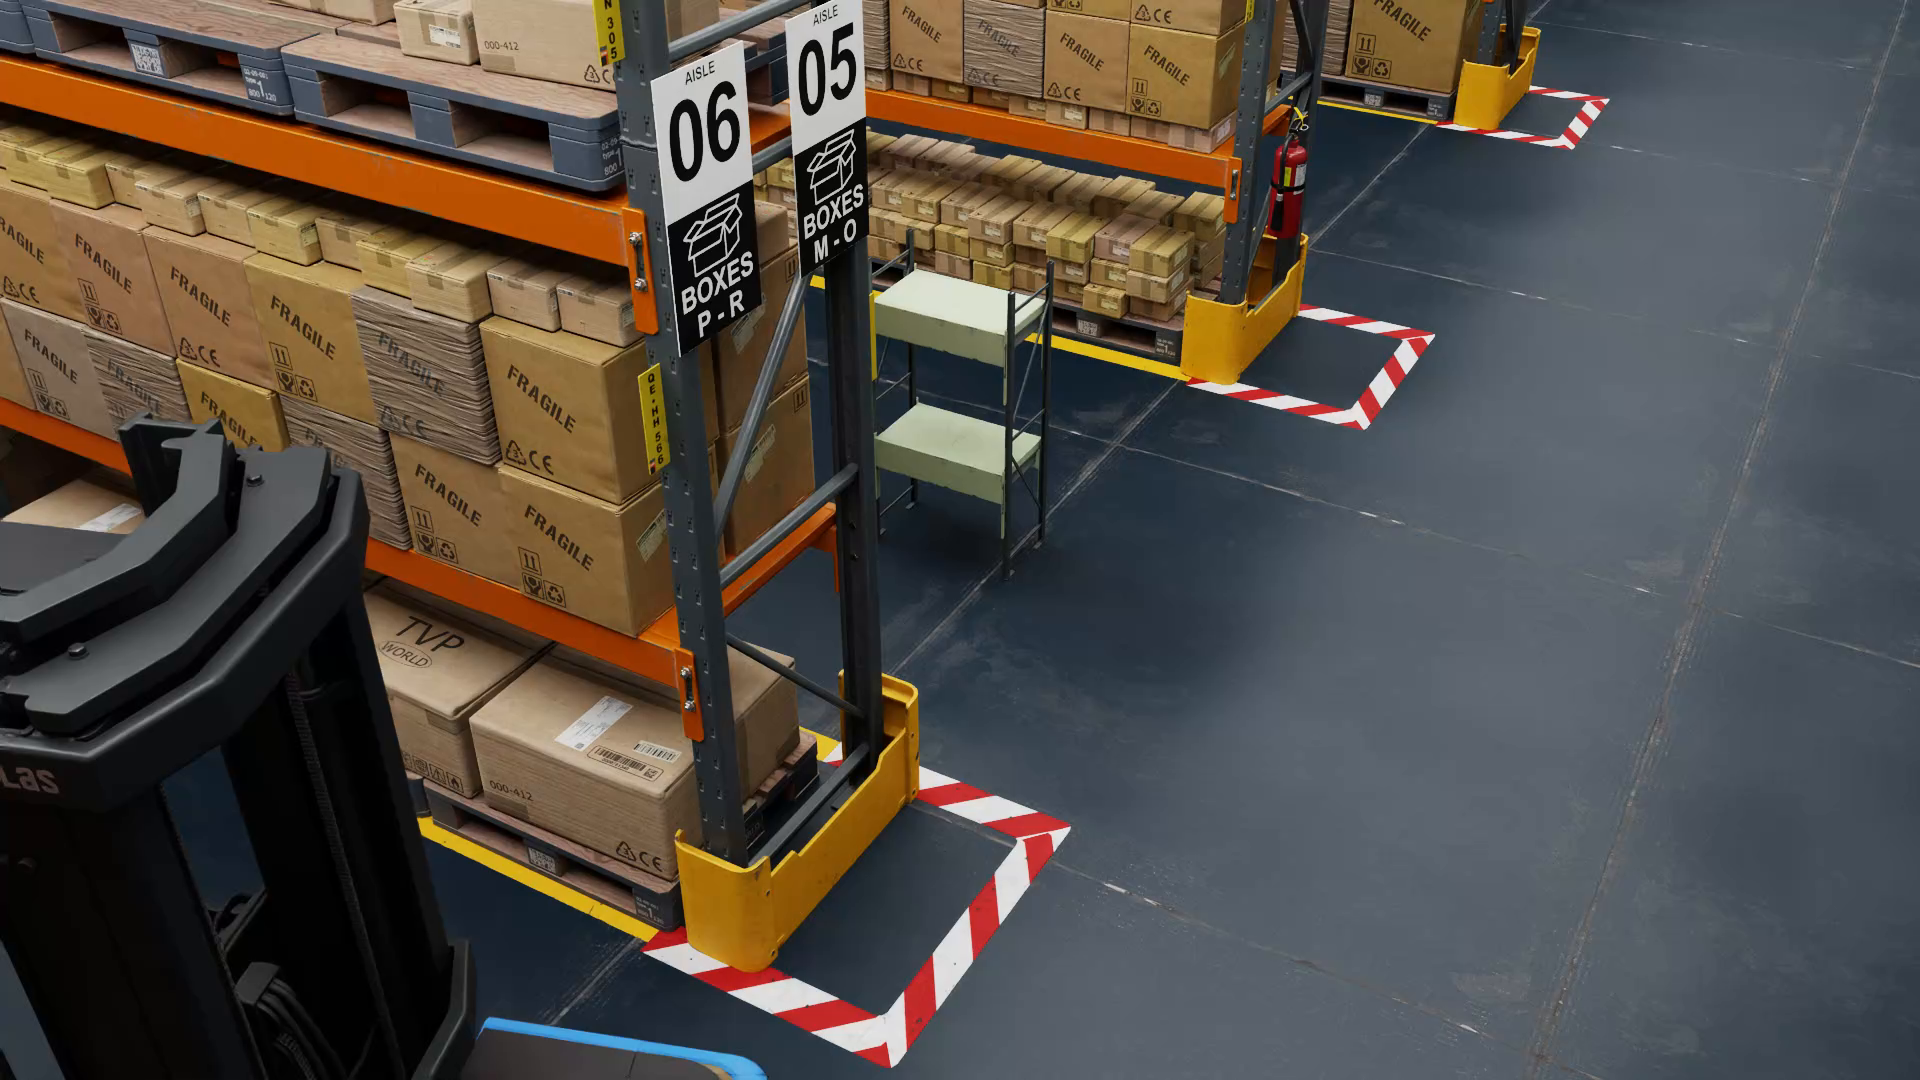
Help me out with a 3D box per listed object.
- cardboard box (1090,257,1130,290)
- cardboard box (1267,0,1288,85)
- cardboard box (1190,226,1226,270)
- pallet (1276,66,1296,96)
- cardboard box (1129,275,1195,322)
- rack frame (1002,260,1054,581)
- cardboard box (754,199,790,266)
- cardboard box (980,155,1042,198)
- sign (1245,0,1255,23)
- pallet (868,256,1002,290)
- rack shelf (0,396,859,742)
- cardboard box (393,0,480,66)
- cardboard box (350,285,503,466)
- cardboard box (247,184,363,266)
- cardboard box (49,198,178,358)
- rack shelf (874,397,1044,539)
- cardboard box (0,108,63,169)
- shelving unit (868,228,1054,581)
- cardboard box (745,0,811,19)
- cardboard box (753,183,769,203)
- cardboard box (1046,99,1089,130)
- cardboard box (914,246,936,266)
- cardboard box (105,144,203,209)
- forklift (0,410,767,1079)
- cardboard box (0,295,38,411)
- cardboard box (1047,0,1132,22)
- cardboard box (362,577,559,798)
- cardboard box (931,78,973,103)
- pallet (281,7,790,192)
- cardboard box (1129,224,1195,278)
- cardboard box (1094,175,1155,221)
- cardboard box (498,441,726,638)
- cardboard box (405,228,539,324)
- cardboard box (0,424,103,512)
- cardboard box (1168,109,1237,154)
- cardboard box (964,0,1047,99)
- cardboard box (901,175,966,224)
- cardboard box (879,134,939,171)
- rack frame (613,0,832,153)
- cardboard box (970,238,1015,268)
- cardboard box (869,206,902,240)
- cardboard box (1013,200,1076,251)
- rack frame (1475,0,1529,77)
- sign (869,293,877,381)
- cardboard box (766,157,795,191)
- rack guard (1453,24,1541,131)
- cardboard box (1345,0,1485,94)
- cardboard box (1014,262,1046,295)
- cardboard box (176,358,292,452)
[{"bbox_3d":[0.969,-1.652,9.950,0.250,0.149,0.380,17,37,23],"label":"cardboard box"},{"bbox_3d":[1.516,-2.857,9.475,0.500,0.500,0.500,19,38,27],"label":"cardboard box"},{"bbox_3d":[1.442,-1.814,10.193,0.250,0.149,0.380,19,38,26],"label":"cardboard box"},{"bbox_3d":[2.530,-4.151,14.294,1.213,0.211,1.003,18,37,24],"label":"pallet"},{"bbox_3d":[1.209,-1.467,9.941,0.250,0.149,0.380,18,38,25],"label":"cardboard box"},{"bbox_3d":[0.312,-0.525,7.686,0.023,1.500,0.400,18,37,24],"label":"rack frame"},{"bbox_3d":[-0.770,-0.984,5.443,0.250,0.149,0.380,18,38,25],"label":"cardboard box"},{"bbox_3d":[0.330,-2.331,10.700,0.250,0.149,0.380,18,38,25],"label":"cardboard box"},{"bbox_3d":[1.476,-2.787,8.399,0.005,0.325,0.100,18,37,24],"label":"sign"},{"bbox_3d":[-0.040,-1.872,10.870,1.213,0.211,1.003,18,37,24],"label":"pallet"},{"bbox_3d":[-2.336,-0.276,6.607,4.000,0.370,1.077,18,37,24],"label":"rack shelf"},{"bbox_3d":[-1.438,-1.543,4.911,0.250,0.149,0.380,15,36,21],"label":"cardboard box"},{"bbox_3d":[-1.604,-0.630,5.498,0.500,0.500,0.500,18,38,25],"label":"cardboard box"},{"bbox_3d":[-2.145,-1.080,5.587,0.250,0.149,0.380,19,38,26],"label":"cardboard box"},{"bbox_3d":[-2.904,-1.047,6.124,0.500,0.500,0.500,18,38,25],"label":"cardboard box"},{"bbox_3d":[-0.006,-0.355,8.018,0.720,0.370,0.431,18,37,24],"label":"rack shelf"},{"bbox_3d":[-3.453,-1.528,6.261,0.250,0.149,0.380,17,37,24],"label":"cardboard box"},{"bbox_3d":[-0.006,-0.626,7.837,0.755,1.500,0.431,18,37,24],"label":"shelving unit"},{"bbox_3d":[-0.966,-3.310,10.156,0.500,0.500,0.500,18,37,24],"label":"cardboard box"},{"bbox_3d":[-1.284,-2.367,11.023,0.250,0.149,0.380,18,38,25],"label":"cardboard box"},{"bbox_3d":[0.690,-2.491,9.511,0.250,0.149,0.380,19,38,26],"label":"cardboard box"},{"bbox_3d":[-0.134,-1.896,10.584,0.250,0.149,0.380,19,38,26],"label":"cardboard box"},{"bbox_3d":[-2.793,-1.314,5.939,0.250,0.149,0.380,17,37,24],"label":"cardboard box"},{"bbox_3d":[-2.046,1.130,3.908,3.031,2.935,1.130,6,34,9],"label":"forklift"},{"bbox_3d":[-3.795,-0.912,6.822,0.500,0.500,0.500,19,38,26],"label":"cardboard box"},{"bbox_3d":[0.808,-3.162,9.031,0.500,0.500,0.500,16,37,23],"label":"cardboard box"},{"bbox_3d":[-2.021,0.486,6.747,0.875,0.438,0.875,19,38,26],"label":"cardboard box"},{"bbox_3d":[0.033,-2.746,9.893,0.250,0.149,0.380,18,38,25],"label":"cardboard box"},{"bbox_3d":[-1.249,-1.436,5.073,1.213,0.211,1.003,18,37,24],"label":"pallet"},{"bbox_3d":[1.184,-1.694,9.744,0.250,0.149,0.380,18,38,25],"label":"cardboard box"},{"bbox_3d":[1.029,-2.127,10.394,0.250,0.149,0.380,17,37,24],"label":"cardboard box"},{"bbox_3d":[-1.149,-0.072,5.561,0.500,0.500,0.500,18,38,25],"label":"cardboard box"},{"bbox_3d":[-1.508,-0.844,5.233,0.250,0.149,0.380,17,37,24],"label":"cardboard box"},{"bbox_3d":[-4.650,-0.547,7.904,0.875,0.875,0.875,19,38,26],"label":"cardboard box"},{"bbox_3d":[1.346,-2.284,9.200,0.250,0.149,0.380,18,38,24],"label":"cardboard box"},{"bbox_3d":[0.362,-2.879,9.508,0.500,0.500,0.500,18,38,25],"label":"cardboard box"},{"bbox_3d":[-0.163,-2.134,10.405,0.250,0.149,0.380,18,38,25],"label":"cardboard box"},{"bbox_3d":[-0.337,-2.543,11.019,0.250,0.149,0.380,16,37,22],"label":"cardboard box"},{"bbox_3d":[-0.599,-2.522,3.918,0.127,3.000,1.000,18,37,24],"label":"rack frame"},{"bbox_3d":[0.261,-1.833,10.221,0.250,0.149,0.380,18,38,25],"label":"cardboard box"},{"bbox_3d":[-0.406,-2.055,10.554,0.250,0.149,0.380,17,37,24],"label":"cardboard box"},{"bbox_3d":[0.513,-1.903,10.058,0.250,0.149,0.380,16,37,23],"label":"cardboard box"},{"bbox_3d":[4.318,-4.794,12.743,0.127,3.000,1.000,18,37,24],"label":"rack frame"},{"bbox_3d":[-0.319,-0.684,5.718,0.005,0.325,0.100,18,37,24],"label":"sign"},{"bbox_3d":[-1.054,-2.426,10.843,0.250,0.149,0.380,17,37,24],"label":"cardboard box"},{"bbox_3d":[4.339,-3.747,13.426,0.348,0.500,1.175,18,37,24],"label":"rack guard"},{"bbox_3d":[3.723,-4.222,13.422,0.875,0.875,0.875,18,37,24],"label":"cardboard box"},{"bbox_3d":[0.528,-1.665,10.237,0.250,0.149,0.380,18,38,25],"label":"cardboard box"},{"bbox_3d":[-2.484,-0.490,6.189,0.500,0.500,0.500,19,38,26],"label":"cardboard box"}]
